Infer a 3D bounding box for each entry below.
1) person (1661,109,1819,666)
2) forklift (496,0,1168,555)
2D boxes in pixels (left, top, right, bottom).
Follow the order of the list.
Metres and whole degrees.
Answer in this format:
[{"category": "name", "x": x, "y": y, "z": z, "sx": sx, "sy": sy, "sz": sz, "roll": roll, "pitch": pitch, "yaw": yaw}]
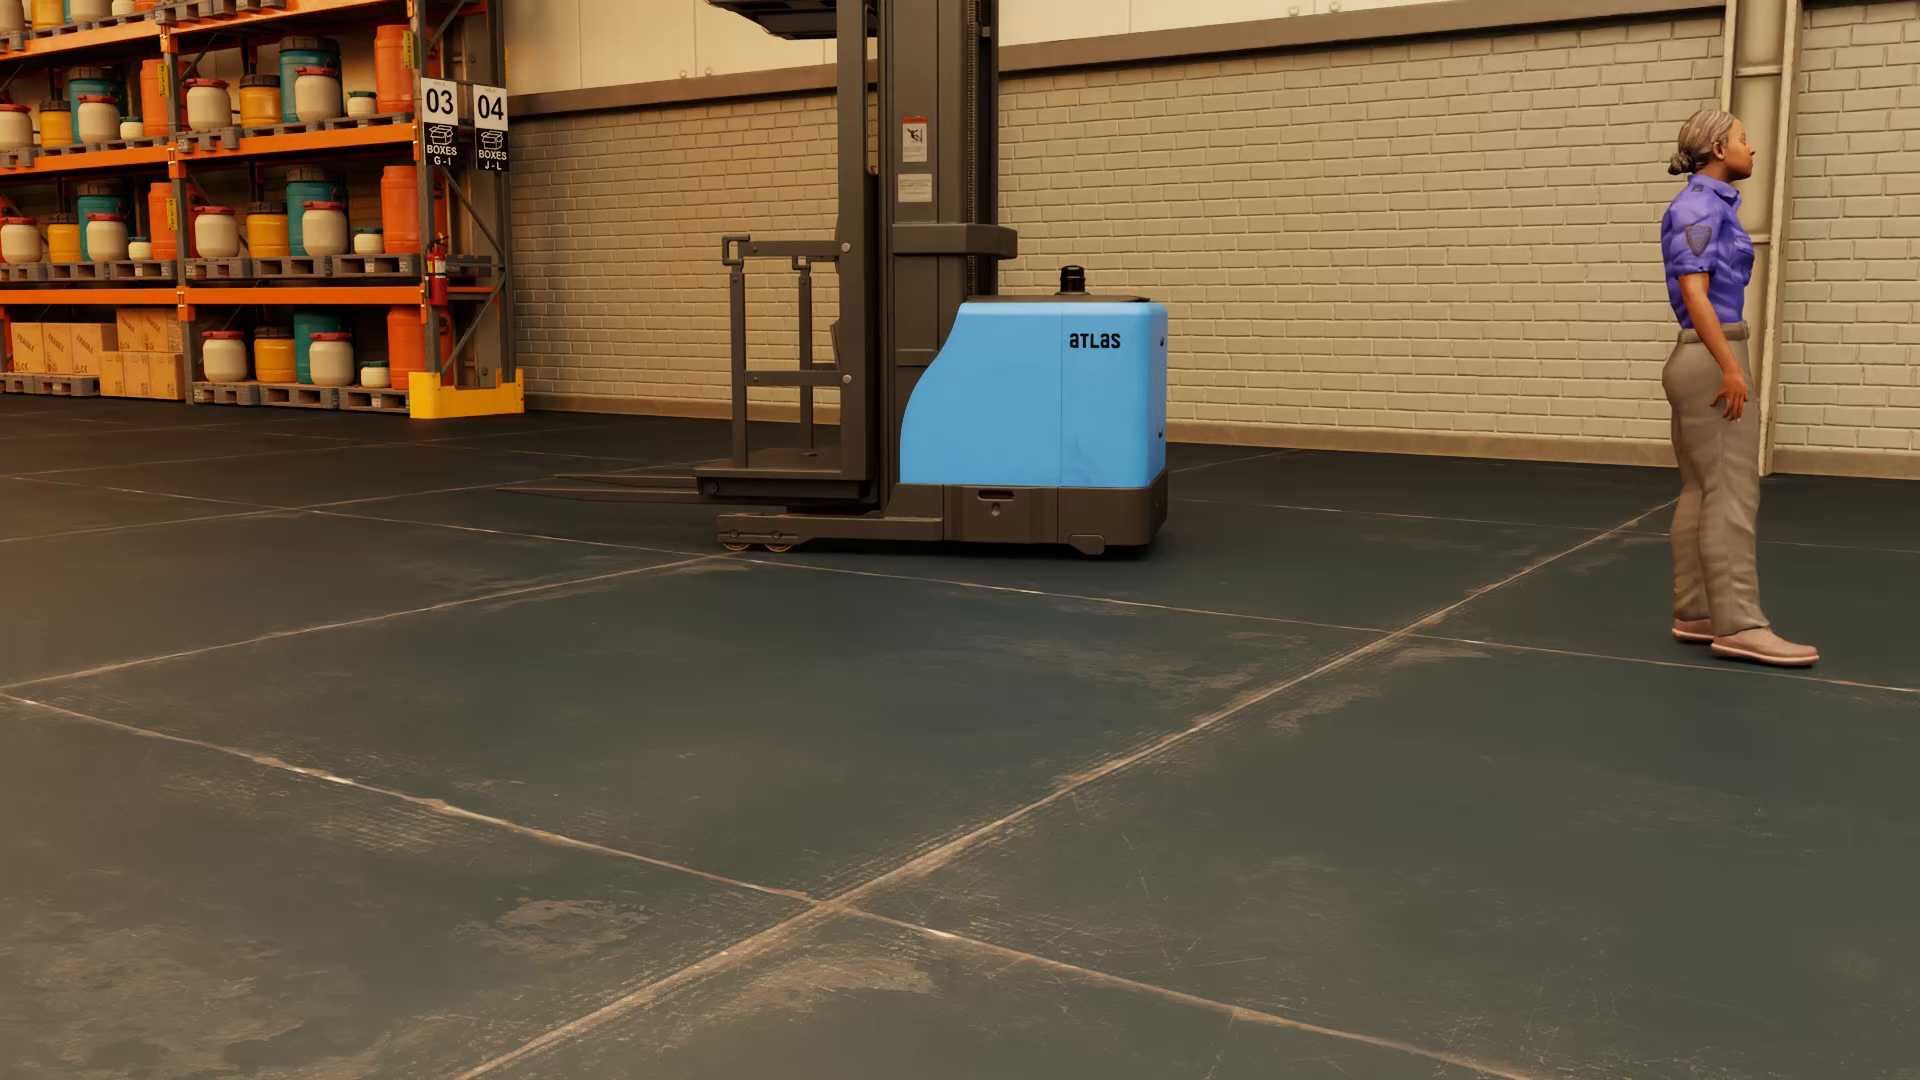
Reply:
[{"category": "person", "x": 2.403, "y": -0.489, "z": 5.119, "sx": 0.504, "sy": 1.655, "sz": 0.568, "roll": 3, "pitch": 9, "yaw": 23}, {"category": "forklift", "x": -0.596, "y": -1.469, "z": 7.520, "sx": 3.031, "sy": 2.935, "sz": 1.130, "roll": 2, "pitch": 8, "yaw": 12}]
